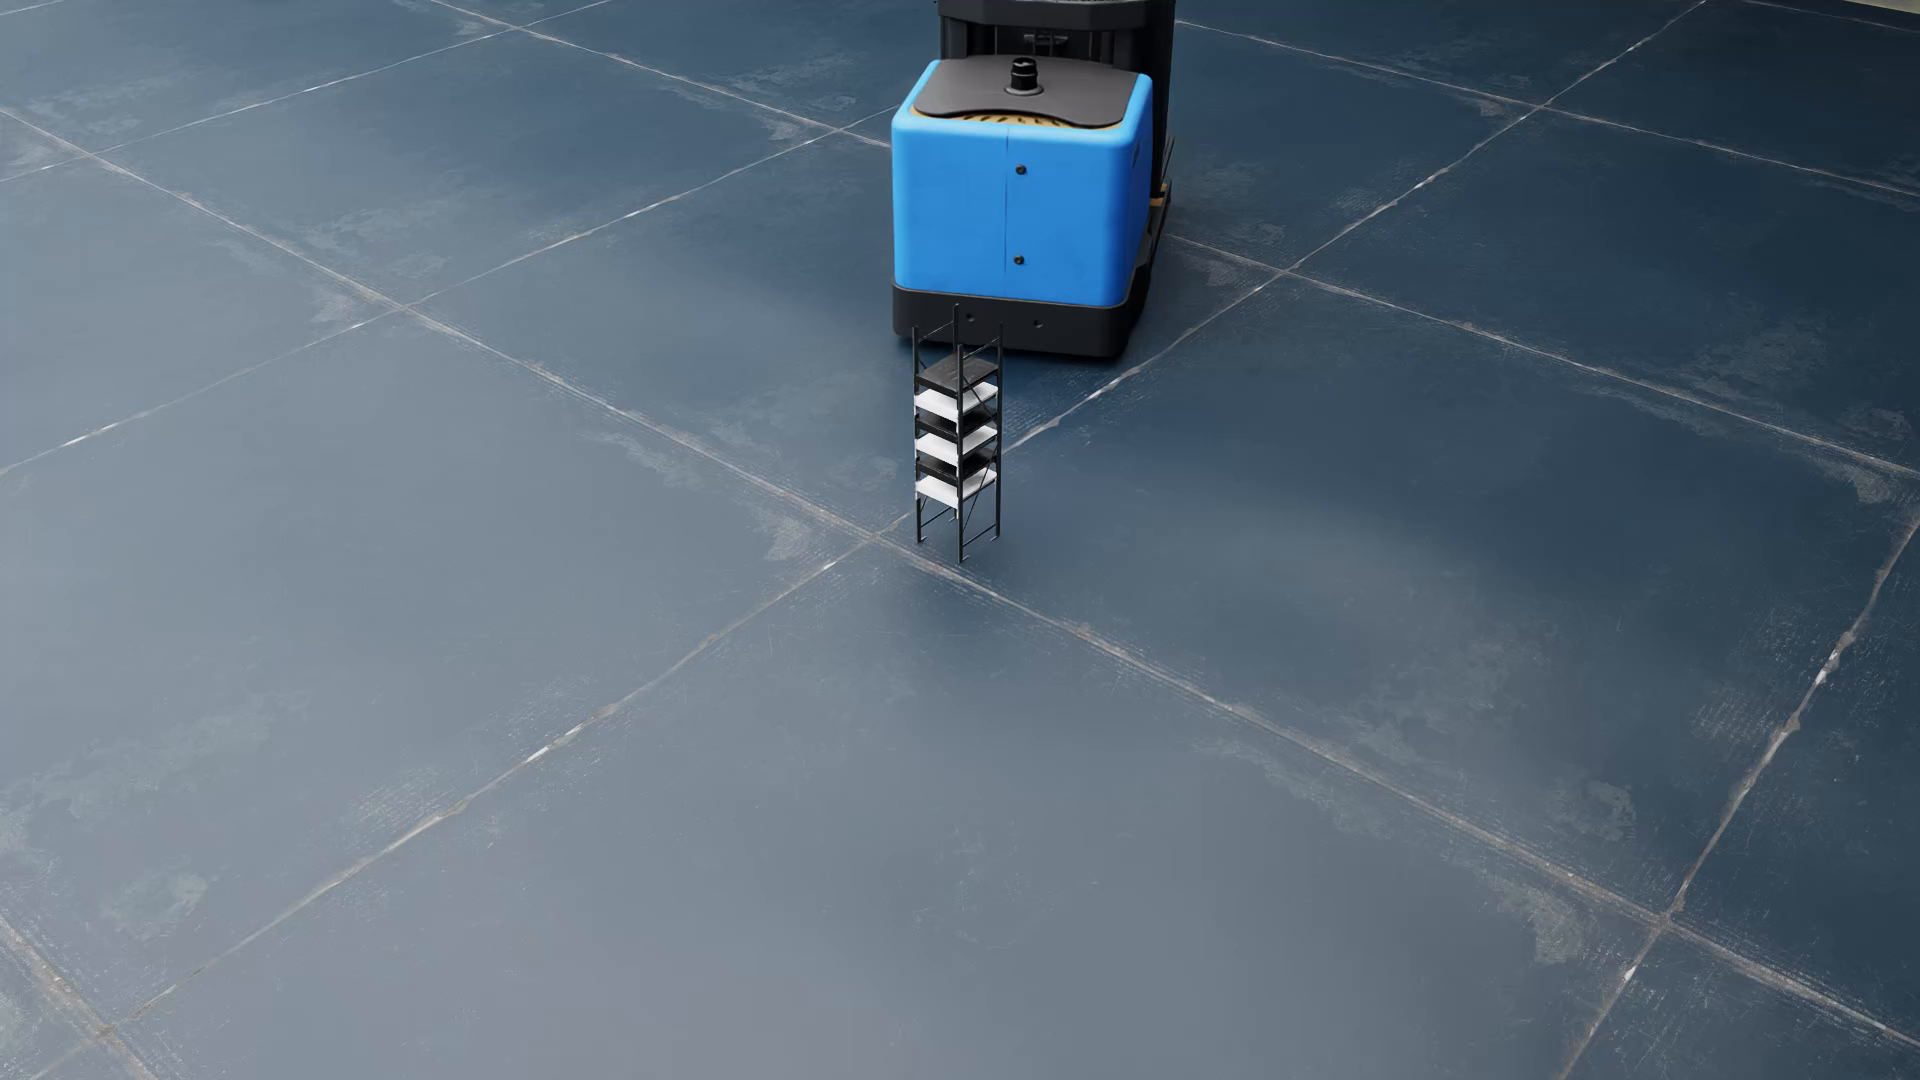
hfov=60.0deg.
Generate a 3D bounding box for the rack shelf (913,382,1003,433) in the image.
[{"bbox_3d":[-0.006,-0.495,5.917,0.200,0.077,0.258,25,42,32],"label":"rack shelf"}]

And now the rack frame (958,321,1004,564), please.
[{"bbox_3d":[0.072,-0.337,5.946,0.006,0.900,0.240,25,42,32],"label":"rack frame"}]

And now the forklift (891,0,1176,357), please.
[{"bbox_3d":[0.498,-2.838,7.794,1.130,2.935,3.031,7,35,10],"label":"forklift"}]

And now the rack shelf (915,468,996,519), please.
[{"bbox_3d":[-0.006,-0.198,6.120,0.200,0.077,0.258,25,42,32],"label":"rack shelf"}]

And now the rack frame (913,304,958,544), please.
[{"bbox_3d":[-0.084,-0.411,6.053,0.006,0.900,0.240,25,42,32],"label":"rack frame"}]

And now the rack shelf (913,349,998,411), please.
[{"bbox_3d":[-0.006,-0.569,5.866,0.200,0.077,0.258,25,42,32],"label":"rack shelf"}]

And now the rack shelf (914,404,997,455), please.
[{"bbox_3d":[-0.006,-0.421,5.967,0.200,0.077,0.258,25,42,32],"label":"rack shelf"}]

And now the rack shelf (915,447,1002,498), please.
[{"bbox_3d":[-0.006,-0.272,6.069,0.200,0.077,0.258,25,42,32],"label":"rack shelf"}]

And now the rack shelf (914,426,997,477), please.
[{"bbox_3d":[-0.006,-0.346,6.018,0.200,0.077,0.258,25,42,32],"label":"rack shelf"}]

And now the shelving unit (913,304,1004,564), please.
[{"bbox_3d":[-0.006,-0.374,6.000,0.210,0.900,0.258,25,42,32],"label":"shelving unit"}]
